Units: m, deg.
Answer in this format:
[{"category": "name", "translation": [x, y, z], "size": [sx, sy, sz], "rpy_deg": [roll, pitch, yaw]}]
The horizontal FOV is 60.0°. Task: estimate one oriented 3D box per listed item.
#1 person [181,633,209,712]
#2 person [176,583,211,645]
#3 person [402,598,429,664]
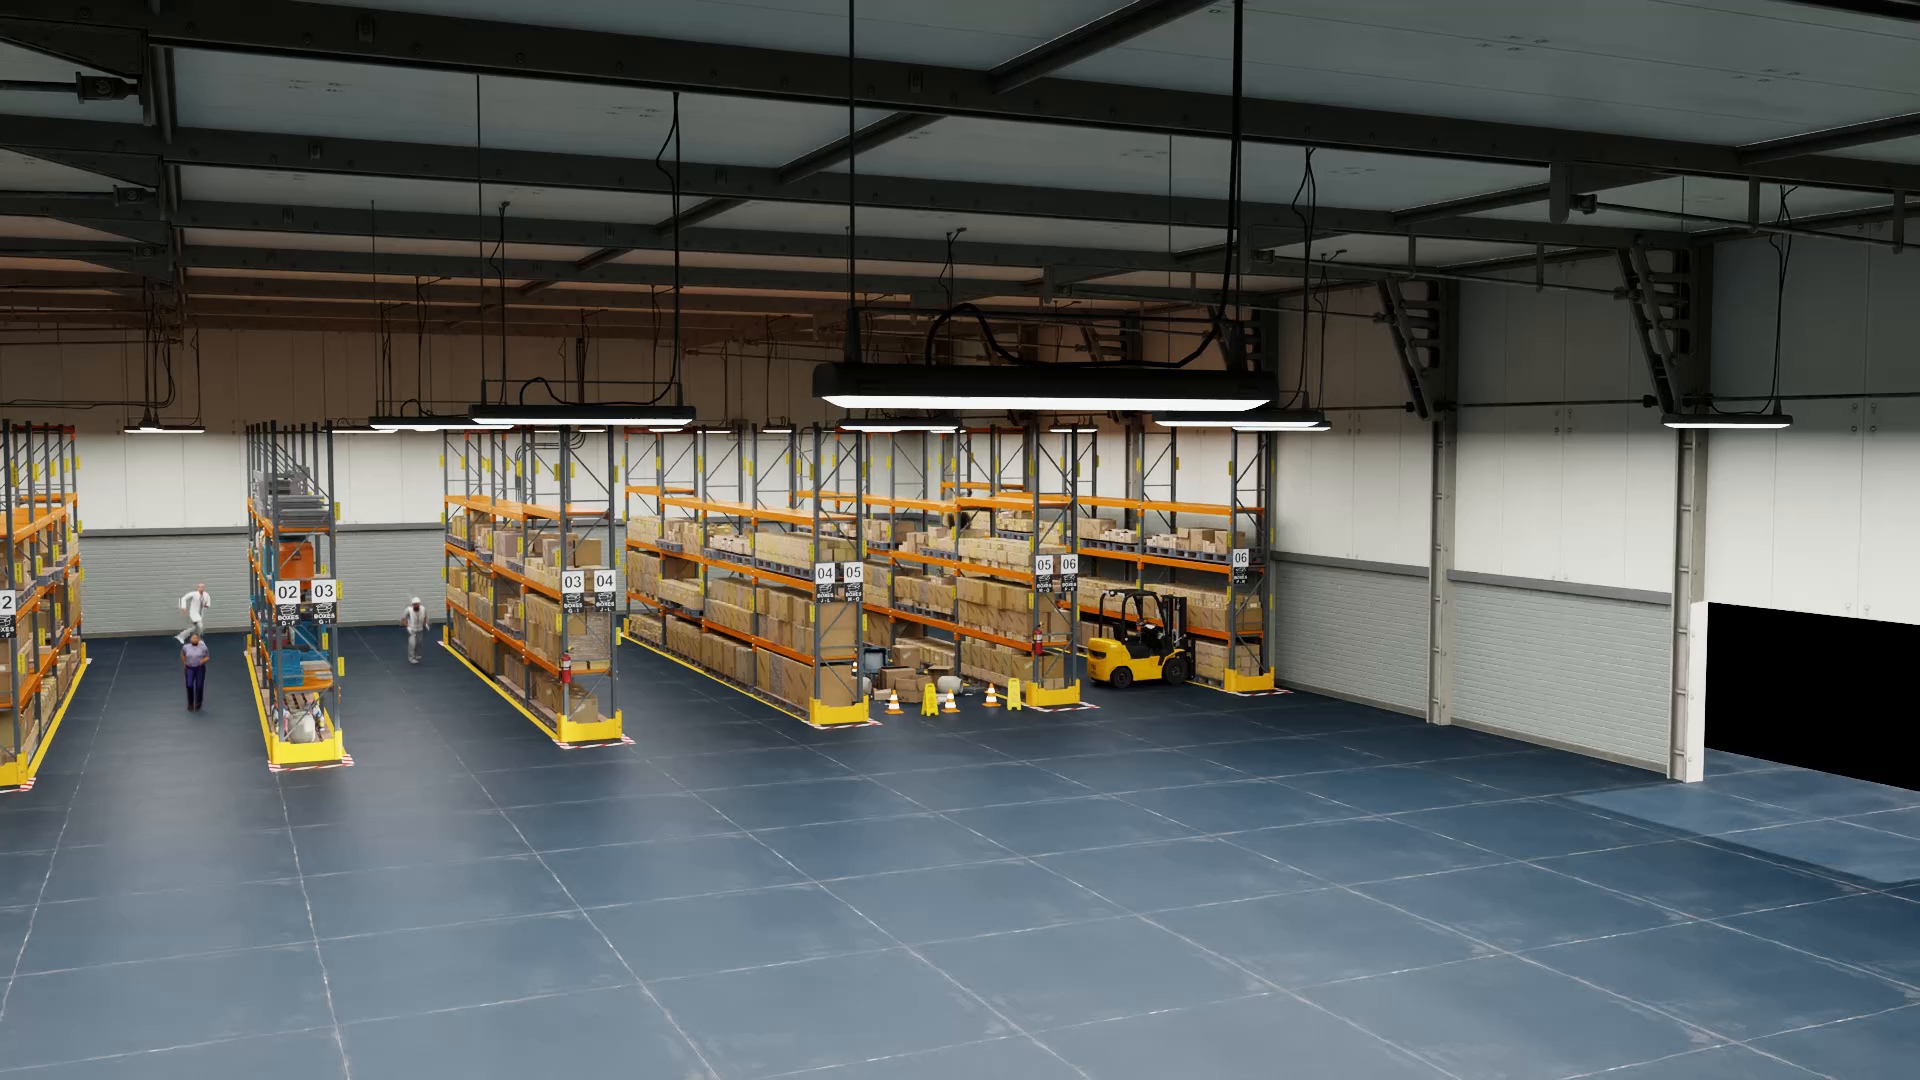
[{"category": "person", "translation": [-15.946, 2.764, 34.675], "size": [0.530, 1.653, 0.795], "rpy_deg": [-2, 4, -26]}, {"category": "person", "translation": [-20.957, 2.051, 45.473], "size": [0.758, 1.730, 0.829], "rpy_deg": [1, 4, 16]}, {"category": "person", "translation": [-13.742, 2.266, 41.866], "size": [0.674, 1.689, 0.872], "rpy_deg": [-4, 5, -44]}]
